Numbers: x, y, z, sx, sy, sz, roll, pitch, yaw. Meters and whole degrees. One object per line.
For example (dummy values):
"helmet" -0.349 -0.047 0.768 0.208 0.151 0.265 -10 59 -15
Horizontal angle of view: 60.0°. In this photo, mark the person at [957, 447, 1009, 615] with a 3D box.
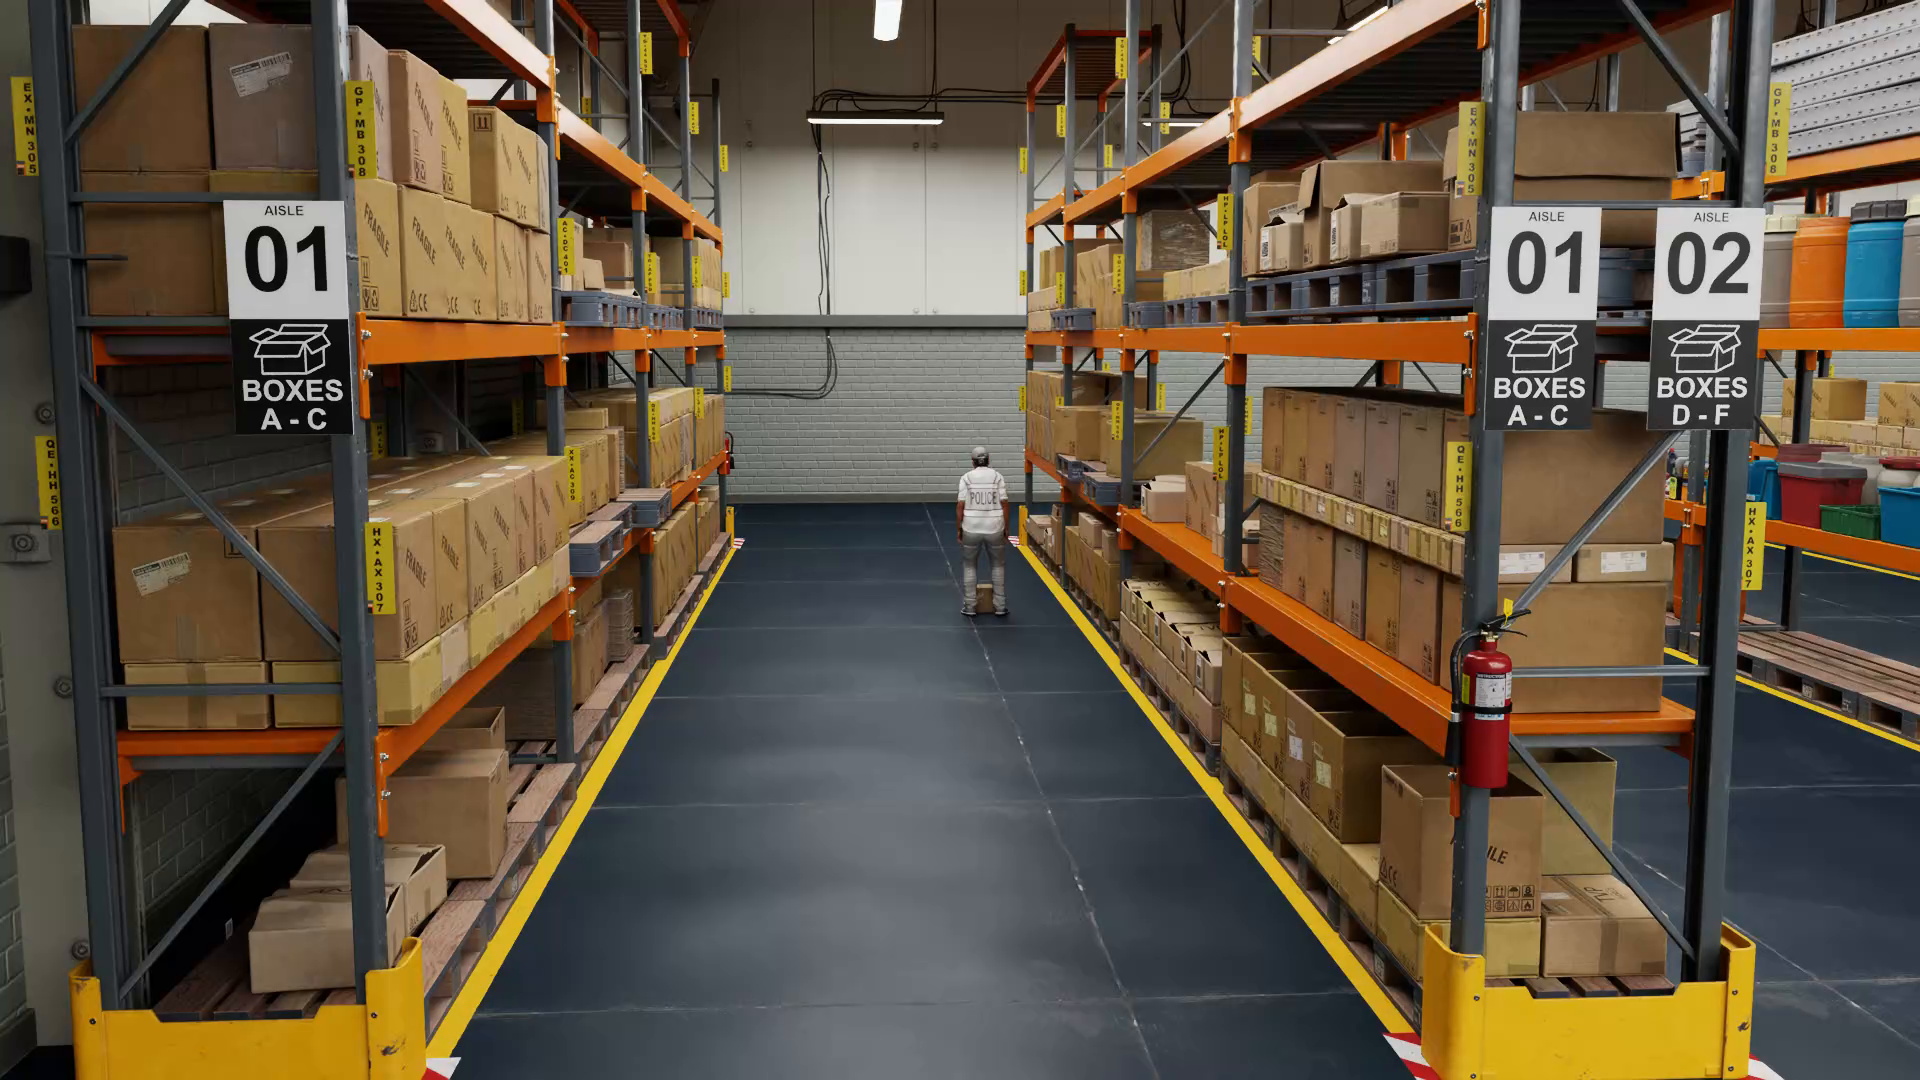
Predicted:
"person" 0.231 -0.087 16.439 0.537 1.665 0.468 0 7 -3
